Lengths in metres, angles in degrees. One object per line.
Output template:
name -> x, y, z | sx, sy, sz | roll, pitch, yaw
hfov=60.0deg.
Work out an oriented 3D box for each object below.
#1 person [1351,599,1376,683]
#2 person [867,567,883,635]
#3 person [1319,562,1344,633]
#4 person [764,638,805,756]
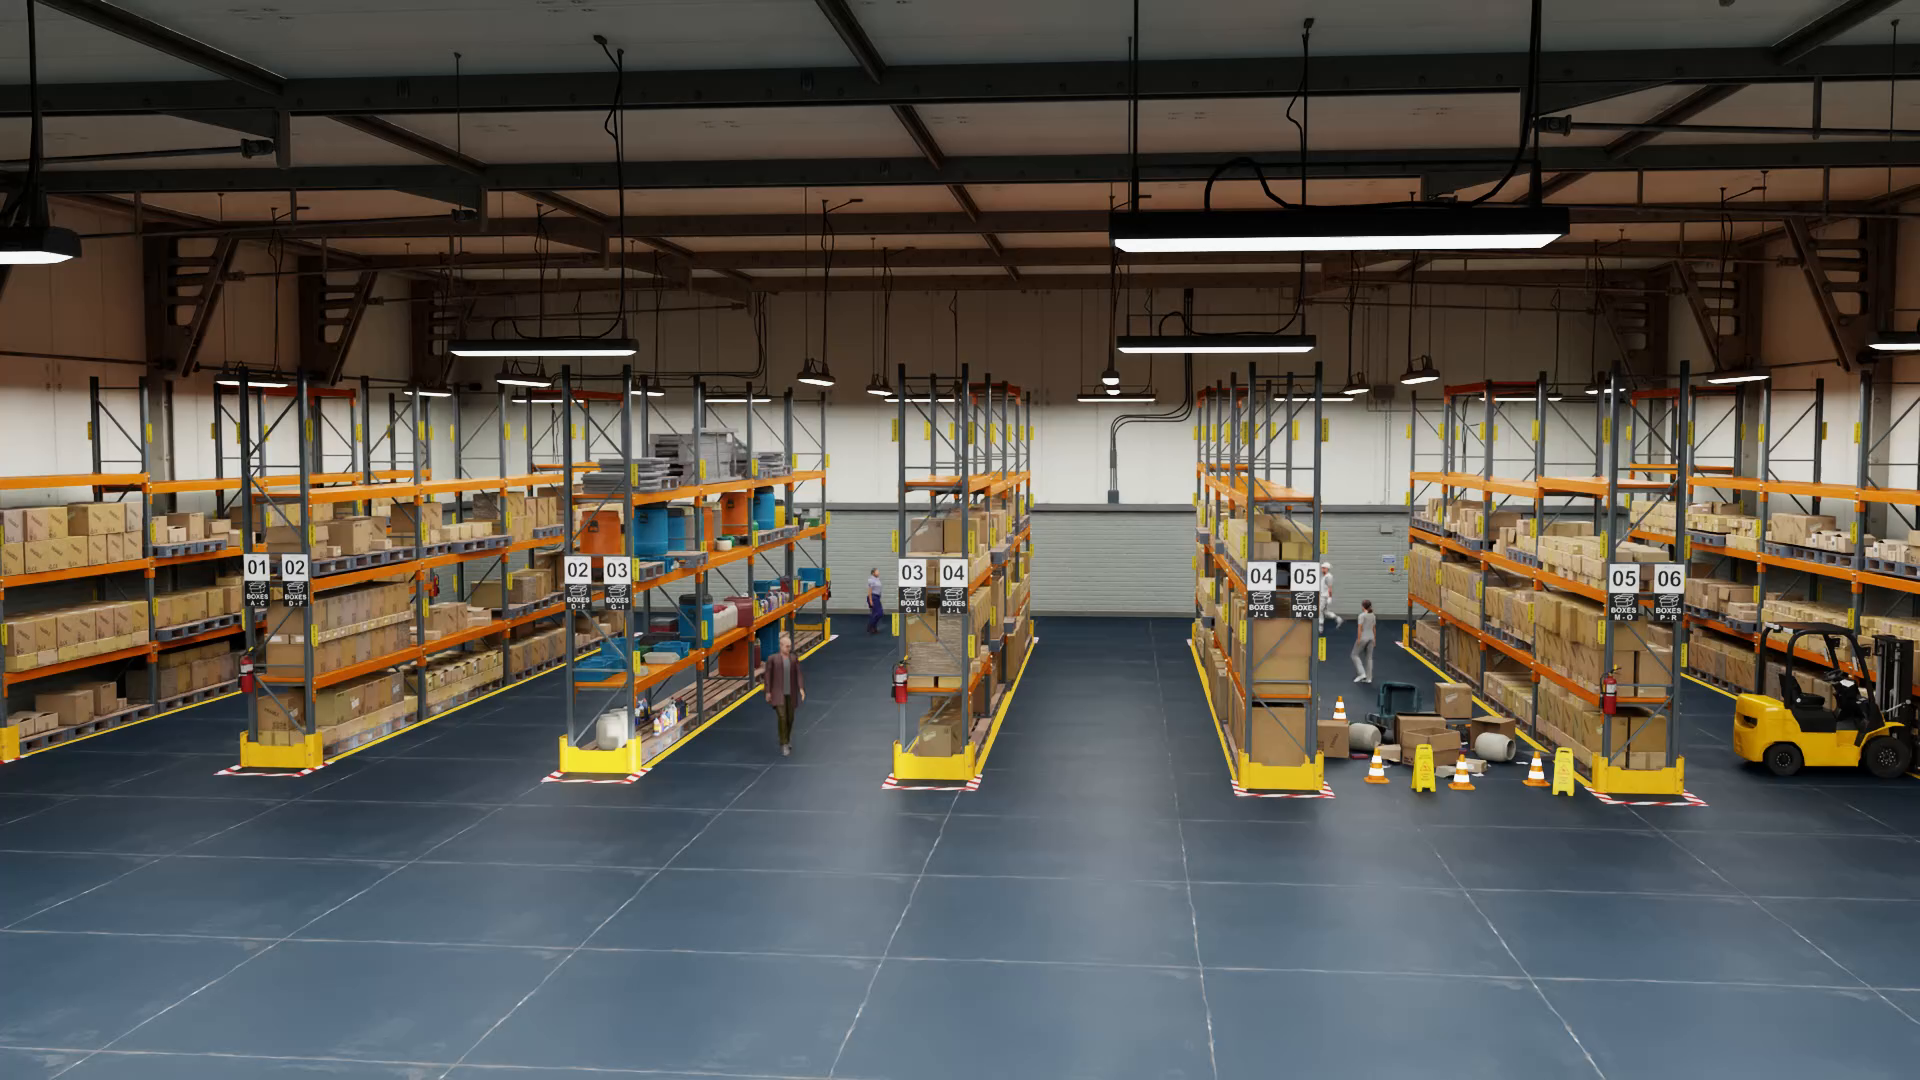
person -> 8.139, 2.030, 33.396 | 0.488, 1.681, 0.399 | -2, 4, -26
person -> -2.106, 1.518, 41.482 | 0.416, 1.670, 0.507 | 0, 4, 3
person -> 9.198, 1.442, 41.576 | 0.826, 1.771, 0.524 | 1, 4, 10
person -> -2.722, 2.449, 26.193 | 0.606, 1.792, 0.816 | -2, 4, -30
